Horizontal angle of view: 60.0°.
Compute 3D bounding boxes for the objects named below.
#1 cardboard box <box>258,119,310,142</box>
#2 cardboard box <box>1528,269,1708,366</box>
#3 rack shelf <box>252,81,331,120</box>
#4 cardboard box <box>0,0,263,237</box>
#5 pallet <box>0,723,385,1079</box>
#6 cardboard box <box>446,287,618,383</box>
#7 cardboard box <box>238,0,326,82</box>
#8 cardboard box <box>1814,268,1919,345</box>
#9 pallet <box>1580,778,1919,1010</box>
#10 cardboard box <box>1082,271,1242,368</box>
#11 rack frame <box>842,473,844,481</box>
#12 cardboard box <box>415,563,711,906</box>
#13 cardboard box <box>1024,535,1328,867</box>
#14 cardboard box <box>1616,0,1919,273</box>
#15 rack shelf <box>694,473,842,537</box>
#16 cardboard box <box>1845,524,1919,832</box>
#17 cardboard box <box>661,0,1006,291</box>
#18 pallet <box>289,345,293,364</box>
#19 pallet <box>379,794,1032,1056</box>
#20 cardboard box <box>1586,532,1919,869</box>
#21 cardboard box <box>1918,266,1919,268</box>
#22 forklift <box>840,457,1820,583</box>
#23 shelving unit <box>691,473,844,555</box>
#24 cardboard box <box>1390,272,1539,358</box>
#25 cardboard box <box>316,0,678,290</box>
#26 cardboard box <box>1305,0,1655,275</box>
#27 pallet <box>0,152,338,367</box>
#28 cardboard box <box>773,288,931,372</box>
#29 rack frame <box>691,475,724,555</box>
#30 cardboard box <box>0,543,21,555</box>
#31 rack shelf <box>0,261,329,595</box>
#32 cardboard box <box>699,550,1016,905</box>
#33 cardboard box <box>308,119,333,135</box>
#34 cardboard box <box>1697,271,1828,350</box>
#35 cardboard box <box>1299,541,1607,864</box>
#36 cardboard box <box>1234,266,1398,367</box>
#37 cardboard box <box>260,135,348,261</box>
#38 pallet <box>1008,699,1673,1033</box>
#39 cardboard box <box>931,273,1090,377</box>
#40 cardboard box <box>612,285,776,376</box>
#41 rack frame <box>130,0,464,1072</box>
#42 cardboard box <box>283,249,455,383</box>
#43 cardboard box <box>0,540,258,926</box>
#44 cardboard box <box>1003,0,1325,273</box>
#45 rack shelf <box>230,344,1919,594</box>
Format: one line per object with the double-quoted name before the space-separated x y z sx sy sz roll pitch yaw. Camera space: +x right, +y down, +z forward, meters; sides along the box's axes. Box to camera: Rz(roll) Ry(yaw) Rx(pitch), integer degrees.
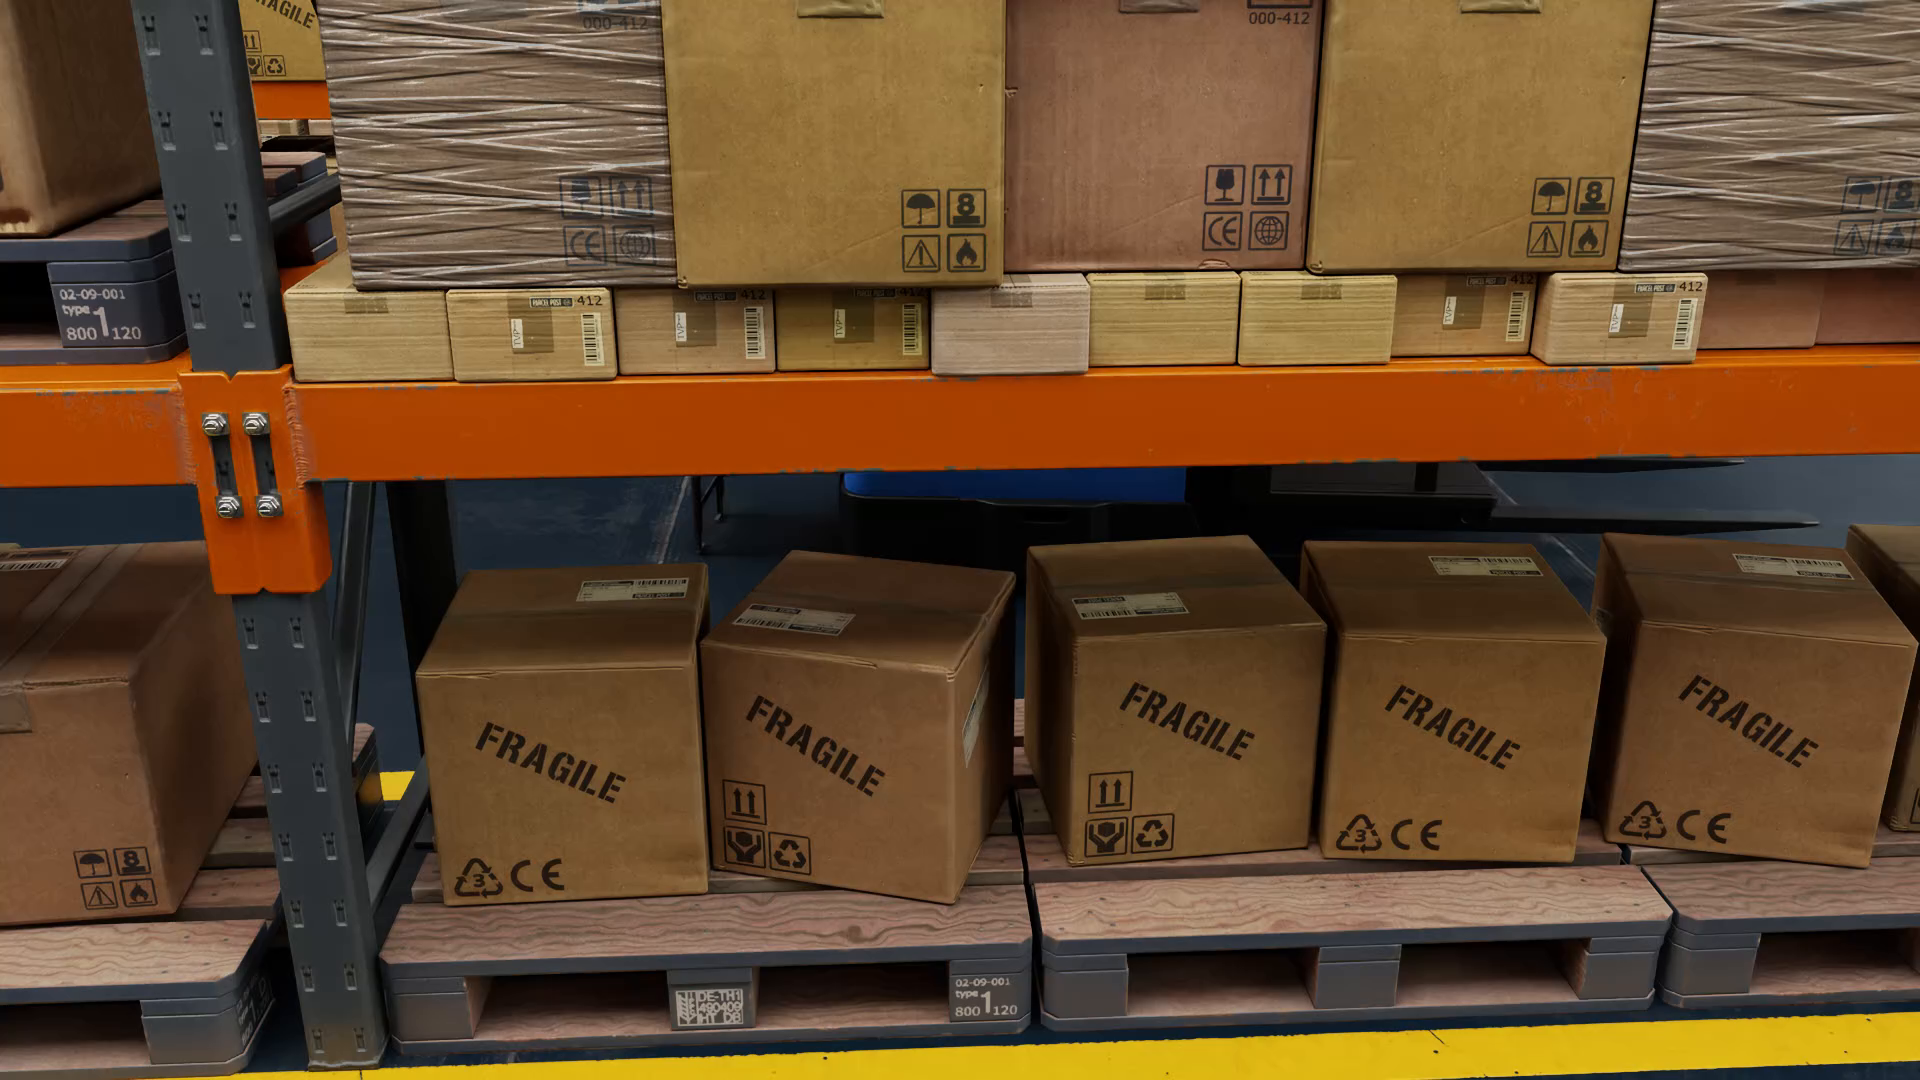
"cardboard box" -5.156 -3.018 12.436 0.625 0.372 0.950 -3 21 -7
"cardboard box" 1.068 -0.420 2.862 0.250 0.149 0.380 -1 21 -3
"rack shelf" -3.340 -1.990 7.644 4.000 0.370 1.077 -1 21 -3
"cardboard box" -1.962 -1.113 2.896 1.000 1.000 1.000 -1 21 -3
"pallet" -1.938 0.716 3.443 1.213 0.211 1.003 -1 21 -3
"cardboard box" -0.679 -0.384 2.766 0.250 0.149 0.380 -1 21 -3
"cardboard box" -2.858 -2.288 7.274 0.500 0.500 0.500 -1 21 -2
"cardboard box" 1.561 -0.470 2.992 0.250 0.149 0.380 -1 21 -3
"pallet" 1.943 0.624 3.685 1.213 0.211 1.003 -1 21 -3
"cardboard box" 0.317 -0.417 2.855 0.250 0.149 0.380 -1 21 -3
"rack frame" -0.365 -0.991 5.273 0.015 2.100 0.400 1 21 3
"cardboard box" -0.760 0.375 3.344 0.500 0.500 0.500 -2 21 -5
"cardboard box" 0.427 0.320 3.488 0.500 0.500 0.500 -3 21 -8
"cardboard box" 1.288 -0.821 3.004 0.500 0.500 0.875 -1 21 -3
"rack shelf" -0.609 -0.329 5.541 0.480 0.518 0.431 1 21 3
"cardboard box" 2.208 0.294 3.555 0.500 0.500 0.500 3 21 7
"cardboard box" -0.207 -0.774 2.879 0.500 0.500 0.875 -1 21 -3
"pallet" -3.330 -0.996 7.940 1.213 0.211 1.003 -1 21 -3
"pallet" -0.493 0.674 3.555 1.213 0.211 1.003 -1 21 -3
"cardboard box" 1.613 0.319 3.491 0.500 0.500 0.500 4 21 11
"cardboard box" 1.789 -0.816 2.990 0.500 0.500 0.875 -1 21 -3
"forklift" 1.165 -1.364 5.085 3.031 2.935 1.130 1 21 3
"shelving unit" -0.609 -0.996 5.287 0.503 2.100 0.431 1 21 3
"cardboard box" 0.814 -0.440 2.913 0.250 0.149 0.380 -1 21 -3
"cardboard box" -0.708 -0.776 2.885 0.500 0.500 0.875 -1 21 -3
"cardboard box" 0.788 -0.815 2.988 0.500 0.500 0.875 -1 21 -3
"pallet" -1.933 -0.550 3.119 1.213 0.211 1.003 -1 21 -3
"cardboard box" -0.182 -0.407 2.828 0.250 0.149 0.380 -1 21 -3
"rack frame" -0.853 -1.001 5.300 0.015 2.100 0.400 1 21 3
"cardboard box" -2.253 0.367 3.335 0.500 0.500 0.700 -1 21 -3
"rack shelf" -3.158 -0.226 3.011 4.000 0.370 1.077 -1 21 -3
"cardboard box" -0.188 0.361 3.381 0.500 0.500 0.500 5 22 14
"cardboard box" -4.420 -3.036 12.483 0.625 0.372 0.950 -2 21 -4
"cardboard box" 1.312 -0.457 2.958 0.250 0.149 0.380 -1 21 -3
"cardboard box" 0.987 0.325 3.476 0.500 0.500 0.500 1 21 2
"cardboard box" 0.567 -0.419 2.858 0.250 0.149 0.380 -1 21 -3
"cardboard box" -2.921 -1.449 7.783 0.750 0.750 1.050 -1 21 -3
"pallet" 0.728 0.648 3.622 1.213 0.211 1.003 -1 21 -3
"cardboard box" 0.070 -0.398 2.803 0.250 0.149 0.380 -1 21 -3
"cardboard box" -0.431 -0.399 2.805 0.250 0.149 0.380 -1 21 -3
"rack frame" -1.161 -0.603 2.990 0.127 3.000 1.000 -1 21 -3
"cardboard box" -0.929 -0.383 2.765 0.250 0.149 0.380 -1 21 -3
"cardboard box" -1.775 0.364 3.343 0.500 0.500 0.700 -3 21 -7
"cardboard box" 0.286 -0.820 3.000 0.500 0.500 0.875 -1 21 -3
"rack shelf" 0.836 -0.308 3.224 4.000 0.370 1.077 -1 21 -3
